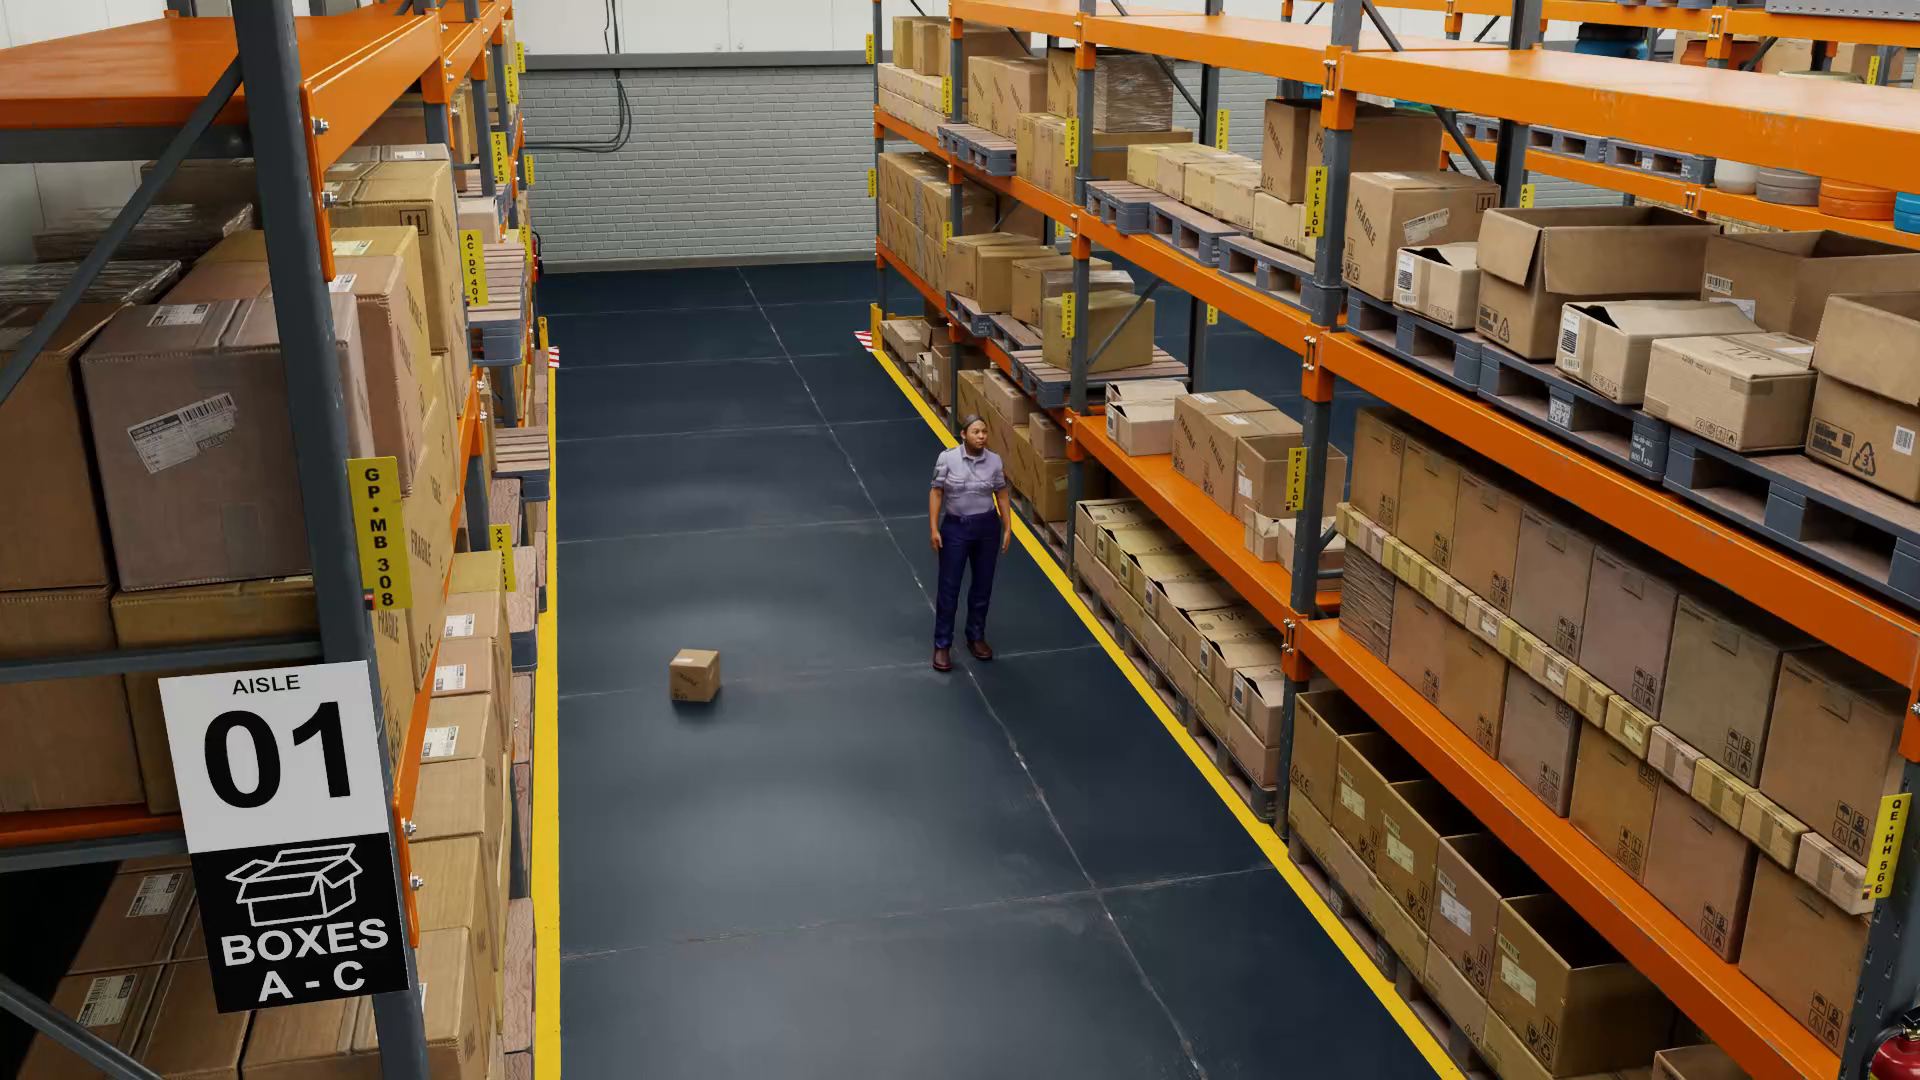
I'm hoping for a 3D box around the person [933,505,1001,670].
[{"bbox_3d":[0.030,0.299,11.145,0.501,1.032,0.461,-5,20,-13],"label":"person"}]
